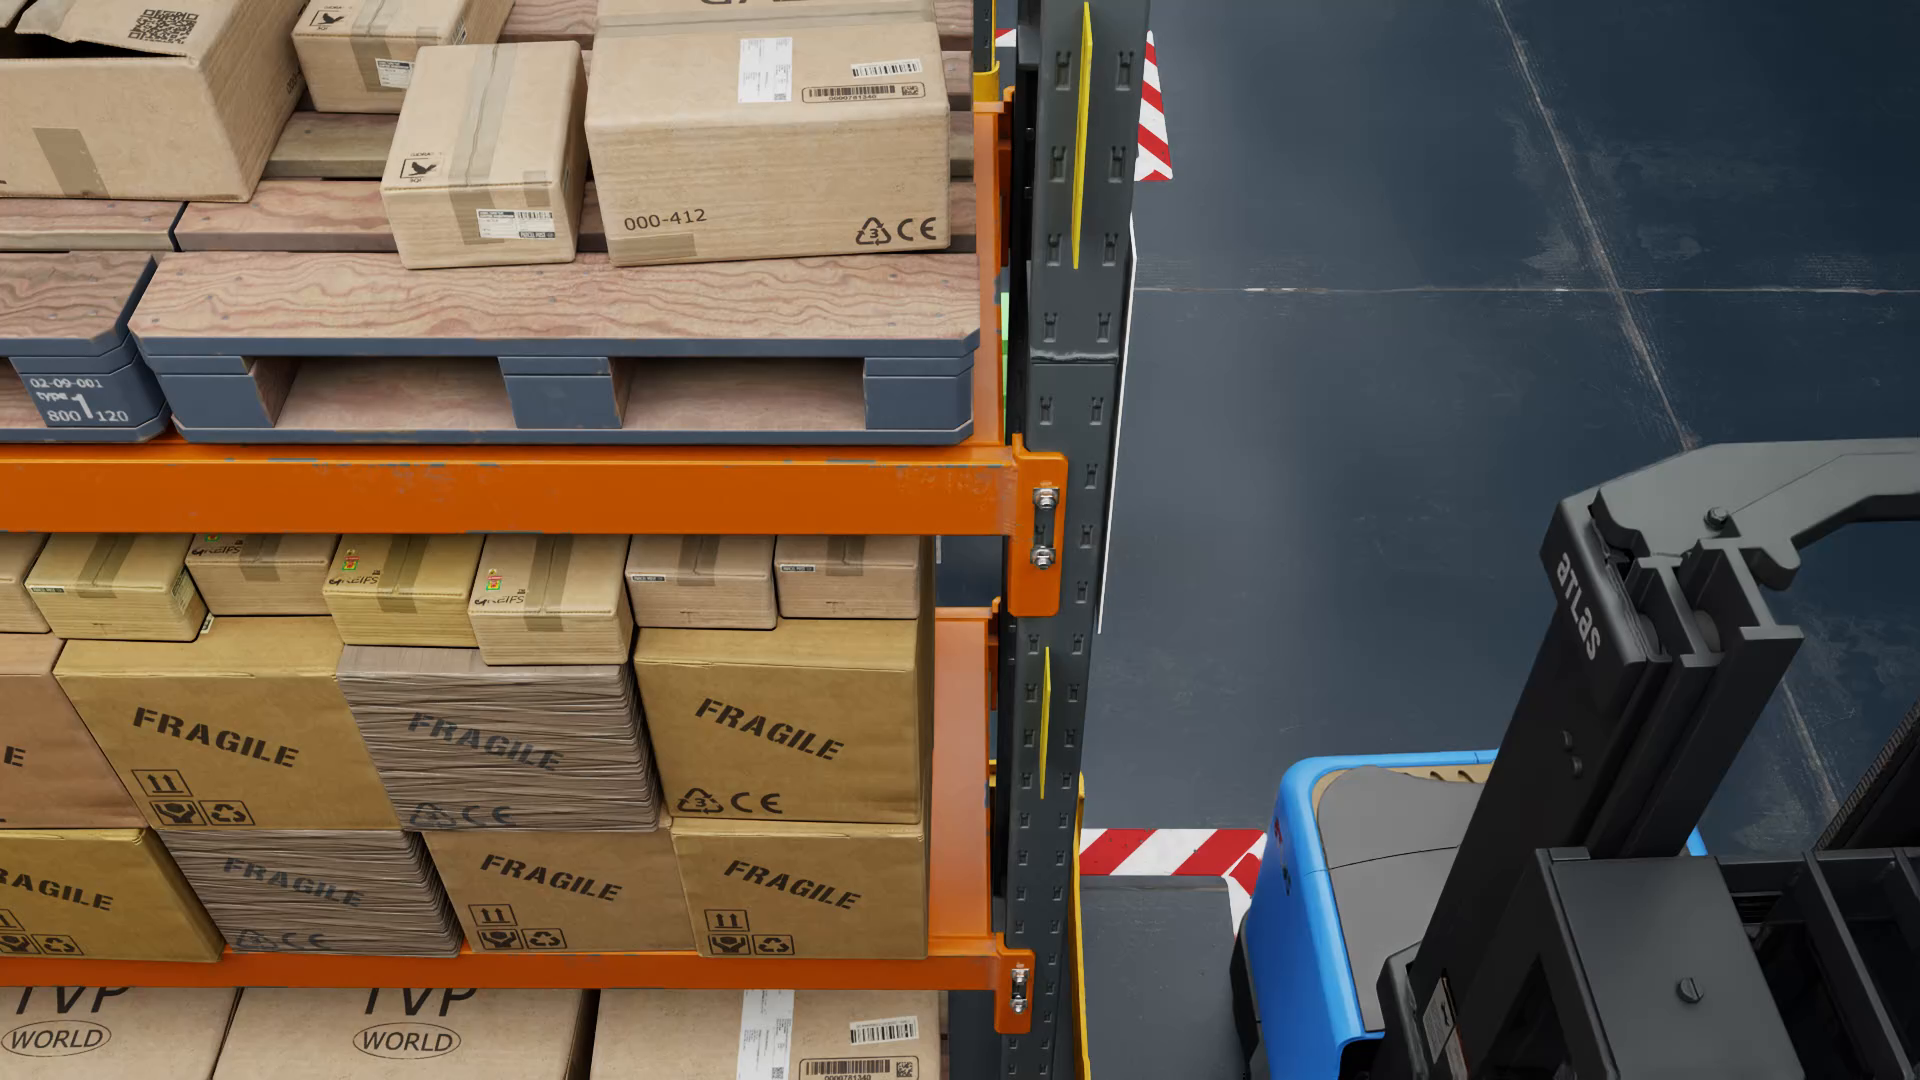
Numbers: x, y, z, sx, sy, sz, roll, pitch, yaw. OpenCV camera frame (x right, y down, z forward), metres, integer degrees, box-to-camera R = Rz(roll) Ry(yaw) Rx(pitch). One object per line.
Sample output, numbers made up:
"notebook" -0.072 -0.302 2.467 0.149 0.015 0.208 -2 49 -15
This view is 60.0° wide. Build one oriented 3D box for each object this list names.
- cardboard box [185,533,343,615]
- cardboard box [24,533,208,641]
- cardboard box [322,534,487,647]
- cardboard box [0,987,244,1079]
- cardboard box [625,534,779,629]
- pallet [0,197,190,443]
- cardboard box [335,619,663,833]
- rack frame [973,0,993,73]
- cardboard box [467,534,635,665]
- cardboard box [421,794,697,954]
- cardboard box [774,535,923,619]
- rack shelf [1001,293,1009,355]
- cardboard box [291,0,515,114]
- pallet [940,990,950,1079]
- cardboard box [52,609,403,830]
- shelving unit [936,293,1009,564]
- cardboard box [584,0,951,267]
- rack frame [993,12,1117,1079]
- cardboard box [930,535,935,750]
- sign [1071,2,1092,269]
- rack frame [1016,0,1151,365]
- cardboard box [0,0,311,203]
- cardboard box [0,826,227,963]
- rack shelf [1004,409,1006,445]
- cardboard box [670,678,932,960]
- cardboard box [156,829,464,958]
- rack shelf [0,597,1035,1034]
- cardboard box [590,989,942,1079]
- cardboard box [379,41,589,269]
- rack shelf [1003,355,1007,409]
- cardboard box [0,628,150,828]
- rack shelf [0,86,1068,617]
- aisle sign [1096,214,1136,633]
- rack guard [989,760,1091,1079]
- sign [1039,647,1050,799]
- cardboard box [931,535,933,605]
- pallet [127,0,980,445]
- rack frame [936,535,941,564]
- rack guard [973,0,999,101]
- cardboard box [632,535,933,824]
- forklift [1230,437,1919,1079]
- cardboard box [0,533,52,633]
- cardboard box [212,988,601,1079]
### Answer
"cardboard box" -1.219 -0.052 3.054 0.250 0.149 0.380 0 47 0
"cardboard box" -1.470 -0.009 3.015 0.250 0.149 0.380 1 47 1
"cardboard box" -0.958 0.001 3.005 0.250 0.149 0.380 1 47 1
"cardboard box" -2.312 1.205 4.542 0.875 0.438 0.875 -1 47 -1
"cardboard box" -0.448 -0.029 3.033 0.250 0.149 0.380 1 47 1
"pallet" -1.799 -0.583 2.755 1.213 0.211 1.003 0 47 0
"cardboard box" -0.840 0.222 3.242 0.500 0.500 0.500 0 47 0
"rack frame" 0.083 -3.220 7.198 0.127 3.000 1.000 0 47 0
"cardboard box" -0.706 0.032 2.977 0.250 0.149 0.380 0 47 0
"cardboard box" -0.820 0.550 3.621 0.500 0.500 0.500 -1 47 -1
"cardboard box" -0.194 -0.046 3.049 0.250 0.149 0.380 1 47 1
"rack shelf" 0.166 -0.692 5.506 0.480 0.148 0.258 0 47 0
"cardboard box" -0.922 -0.881 2.788 0.250 0.149 0.380 2 47 2
"pallet" -0.634 1.409 4.794 1.213 0.211 1.003 0 47 0
"cardboard box" -1.335 0.219 3.246 0.500 0.500 0.500 0 47 0
"shelving unit" 0.166 -0.408 5.810 0.503 1.200 0.258 0 47 0
"cardboard box" -0.285 -0.679 2.531 0.500 0.250 0.500 -4 47 -3
"rack frame" 0.166 0.404 3.825 0.127 3.000 1.000 0 47 0
"cardboard box" -0.313 0.159 3.985 0.500 0.500 0.500 0 47 0
"sign" 0.150 -0.495 2.062 0.005 0.325 0.100 0 47 0
"rack frame" 0.166 -1.640 1.629 0.127 3.000 1.000 0 47 0
"cardboard box" -1.331 -0.805 2.607 0.500 0.311 0.500 1 47 1
"cardboard box" -1.850 0.564 3.608 0.500 0.500 0.500 1 47 1
"rack shelf" 0.166 -0.365 5.857 0.480 0.148 0.258 0 47 0
"cardboard box" -0.318 0.562 3.609 0.500 0.500 0.500 0 47 0
"cardboard box" -1.334 0.556 3.615 0.500 0.500 0.500 1 47 1
"rack shelf" -1.834 0.644 4.093 4.000 0.370 1.077 0 47 0
"cardboard box" -0.495 1.205 4.542 0.875 0.438 0.875 -1 47 -1
"cardboard box" -0.704 -0.587 2.515 0.250 0.149 0.380 -3 47 -3
"rack shelf" 0.166 -0.528 5.681 0.480 0.148 0.258 0 47 0
"cardboard box" -1.837 0.216 3.248 0.500 0.500 0.500 0 47 0
"rack shelf" -1.834 -0.378 2.995 4.000 0.370 1.077 0 47 0
"aisle sign" 0.236 -0.255 2.662 0.004 0.787 0.394 0 47 0
"rack guard" 0.190 1.256 4.740 0.348 0.500 1.175 0 47 0
"sign" 0.150 0.326 2.944 0.005 0.325 0.100 0 47 0
"cardboard box" -0.313 -0.180 3.617 0.500 0.500 0.500 -1 47 -1
"pallet" -0.576 -0.582 2.754 1.213 0.211 1.003 0 47 0
"rack frame" -0.078 -0.409 5.811 0.015 1.200 0.240 0 47 0
"rack guard" 0.007 -2.368 8.113 0.348 0.500 1.175 0 47 0
"cardboard box" -0.317 0.202 3.261 0.500 0.500 0.500 2 47 1
"forklift" 1.394 1.356 2.986 1.130 2.935 3.031 -2 47 -2
"cardboard box" -1.733 -0.024 3.028 0.250 0.149 0.380 2 47 1
"cardboard box" -1.410 1.209 4.539 0.875 0.438 0.875 1 47 1
